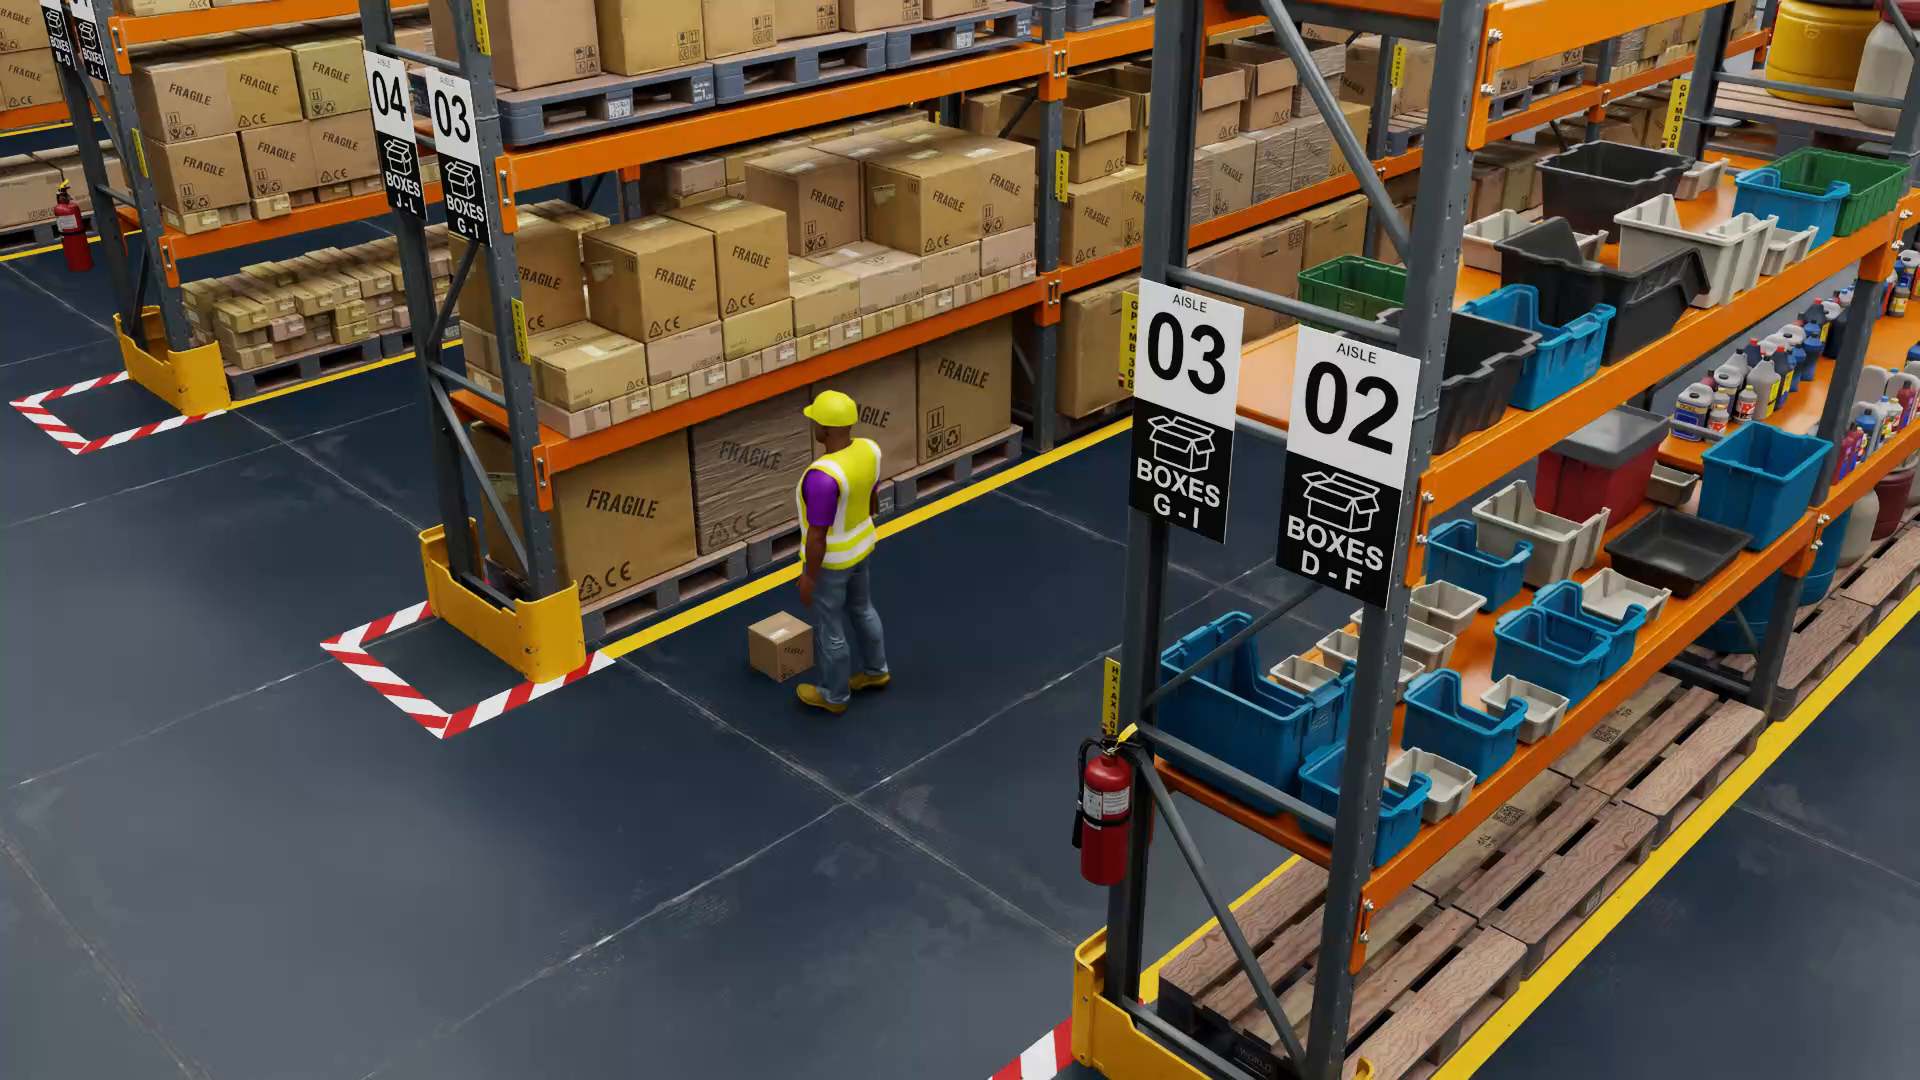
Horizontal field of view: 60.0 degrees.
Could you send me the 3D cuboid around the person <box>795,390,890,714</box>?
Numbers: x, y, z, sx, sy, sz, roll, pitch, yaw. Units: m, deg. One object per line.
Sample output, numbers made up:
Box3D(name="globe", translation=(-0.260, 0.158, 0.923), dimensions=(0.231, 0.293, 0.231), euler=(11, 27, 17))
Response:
Box3D(name="person", translation=(-0.650, 0.083, 8.462), dimensions=(0.416, 1.815, 0.599), euler=(15, 31, 27))
